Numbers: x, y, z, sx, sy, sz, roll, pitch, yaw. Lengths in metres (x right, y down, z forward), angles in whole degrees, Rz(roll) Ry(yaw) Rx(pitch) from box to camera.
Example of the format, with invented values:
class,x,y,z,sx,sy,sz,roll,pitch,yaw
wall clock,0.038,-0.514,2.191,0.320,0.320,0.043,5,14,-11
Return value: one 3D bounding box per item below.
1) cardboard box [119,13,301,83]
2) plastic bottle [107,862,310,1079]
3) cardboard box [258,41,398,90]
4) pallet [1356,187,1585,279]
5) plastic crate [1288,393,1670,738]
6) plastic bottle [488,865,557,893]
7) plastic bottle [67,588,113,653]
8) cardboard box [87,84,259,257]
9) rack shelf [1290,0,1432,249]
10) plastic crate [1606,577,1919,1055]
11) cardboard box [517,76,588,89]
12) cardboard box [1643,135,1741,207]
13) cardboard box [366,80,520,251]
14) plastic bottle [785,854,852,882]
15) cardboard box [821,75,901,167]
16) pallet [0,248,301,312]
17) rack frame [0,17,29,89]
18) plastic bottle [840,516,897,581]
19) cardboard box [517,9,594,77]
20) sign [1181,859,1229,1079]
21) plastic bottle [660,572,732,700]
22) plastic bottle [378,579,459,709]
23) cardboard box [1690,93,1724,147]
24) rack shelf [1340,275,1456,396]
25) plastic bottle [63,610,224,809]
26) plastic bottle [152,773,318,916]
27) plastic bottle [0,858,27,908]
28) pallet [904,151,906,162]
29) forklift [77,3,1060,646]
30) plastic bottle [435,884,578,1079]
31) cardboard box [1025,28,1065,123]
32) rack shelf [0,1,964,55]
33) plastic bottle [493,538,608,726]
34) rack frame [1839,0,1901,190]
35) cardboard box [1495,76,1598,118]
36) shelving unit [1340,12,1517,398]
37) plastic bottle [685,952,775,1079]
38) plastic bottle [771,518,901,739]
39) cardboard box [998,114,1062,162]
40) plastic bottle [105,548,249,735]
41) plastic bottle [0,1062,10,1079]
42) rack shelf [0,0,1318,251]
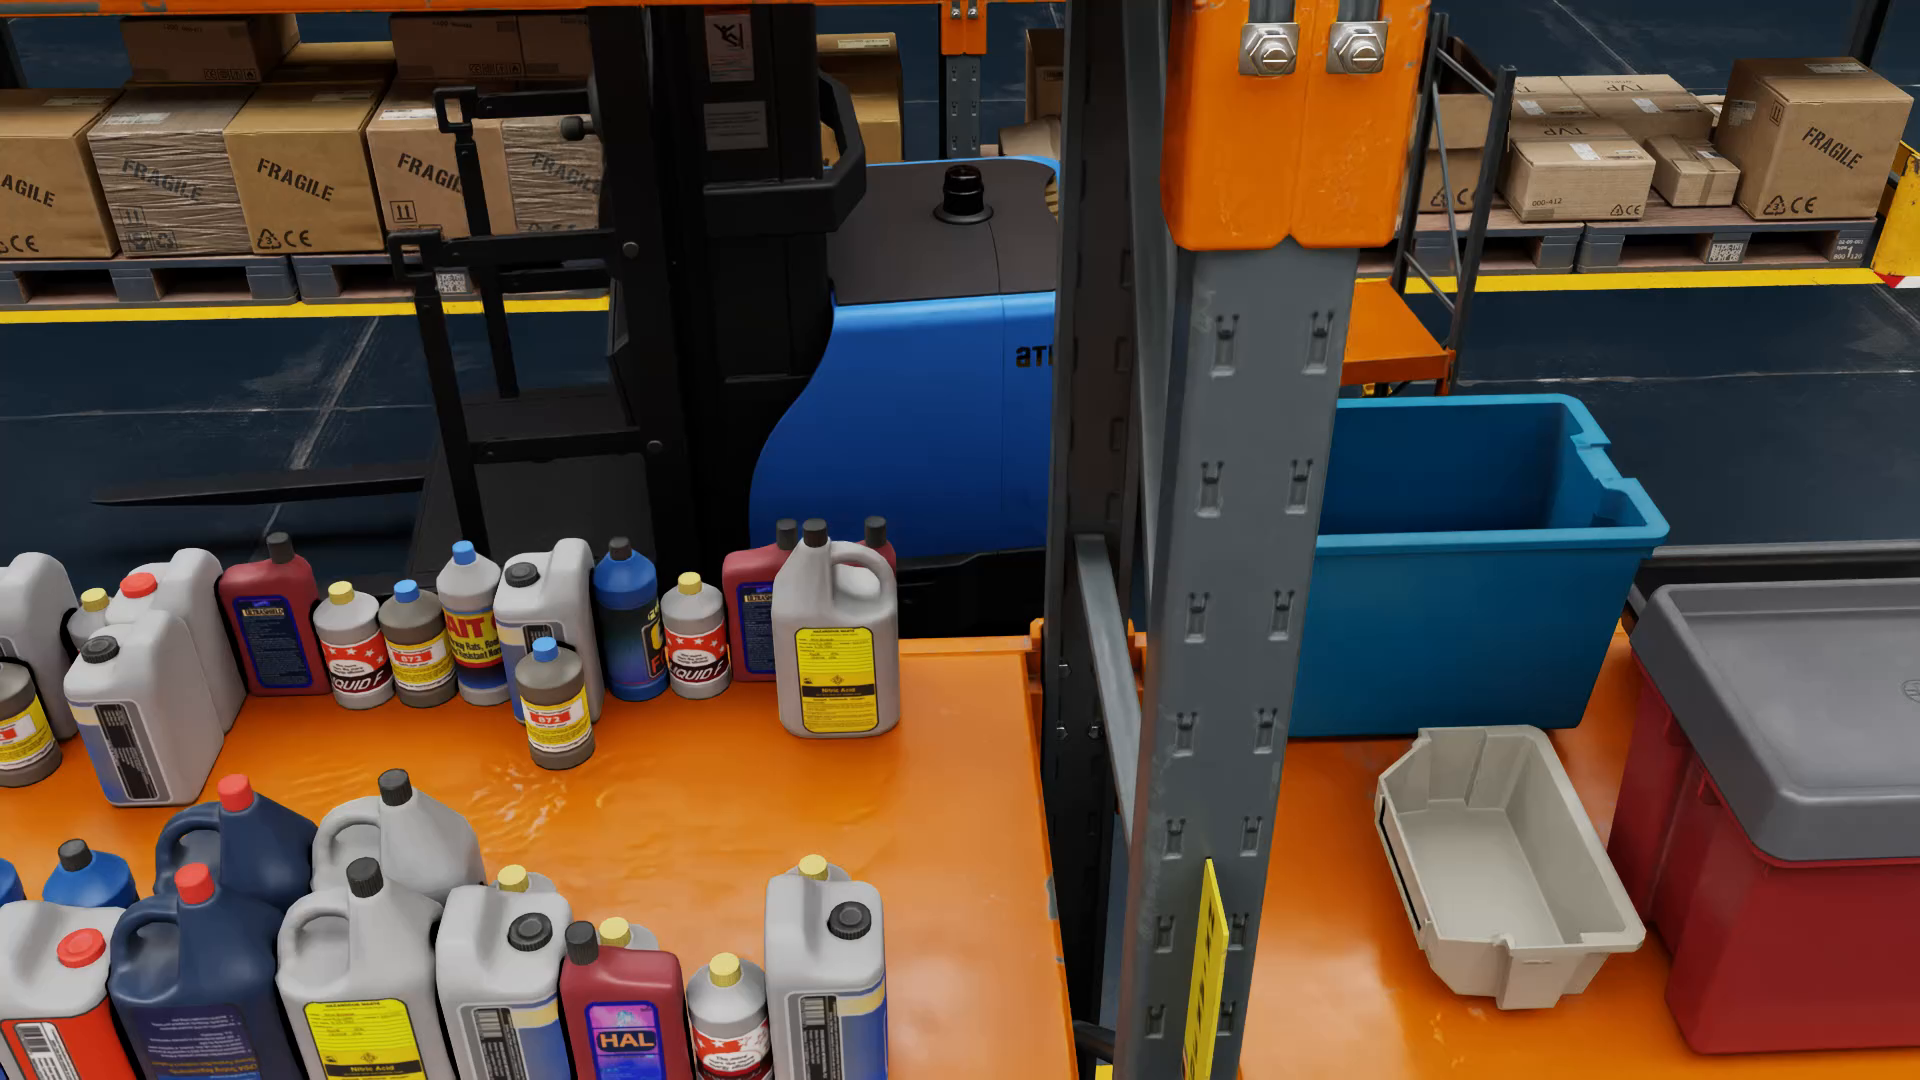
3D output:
class,x,y,z,sx,sy,sz,roll,pitch,yaw
cardboard box,-3.025,-2.057,6.738,0.500,0.250,0.500,0,35,0
plastic bottle,-0.865,0.511,1.920,0.185,0.351,0.144,-2,35,-2
cardboard box,-2.564,-1.759,6.965,0.500,0.500,0.500,-3,35,-4
pallet,1.899,-1.447,7.155,1.213,0.211,1.003,-2,35,-2
plastic crate,0.673,0.050,2.503,0.575,0.384,0.392,-2,35,-2
plastic bottle,-0.545,0.490,2.080,0.097,0.201,0.097,0,35,0
plastic bottle,-1.300,0.165,2.551,0.097,0.201,0.097,0,35,0
cardboard box,-3.013,-1.454,6.524,0.500,0.500,0.500,-3,35,-4
rack shelf,2.220,-0.717,1.646,4.000,0.370,1.077,-2,35,-2
plastic crate,1.126,0.342,2.011,0.583,0.464,0.402,-2,35,-2
cardboard box,-1.535,-1.790,7.010,0.500,0.500,0.500,-1,35,-2
cardboard box,3.047,-1.550,6.957,0.250,0.166,0.380,-2,35,-2
cardboard box,-1.991,-1.481,6.564,0.500,0.500,0.500,-3,35,-4
plastic bottle,-0.180,0.480,2.095,0.097,0.201,0.097,0,35,0
cardboard box,-0.488,-1.518,6.618,0.500,0.500,0.500,-2,35,-2
pallet,-3.256,-1.285,6.922,1.213,0.211,1.003,-2,35,-2
rack frame,-4.004,-2.433,6.130,0.127,3.000,1.000,-2,35,-2
plastic bottle,-0.164,0.090,2.587,0.133,0.283,0.061,-2,35,-2
cardboard box,-1.502,-2.101,6.801,0.500,0.250,0.500,-1,35,-2
sign,0.247,0.474,1.687,0.005,0.325,0.100,-2,35,-2
plastic bottle,-0.412,0.141,2.585,0.097,0.201,0.097,0,35,0
plastic bottle,-0.838,0.152,2.569,0.097,0.201,0.097,0,35,0
cardboard box,3.303,-1.842,7.379,0.250,0.166,0.380,-2,35,-2
rack shelf,0.927,-0.582,5.089,1.000,0.185,0.538,-5,35,-7
plastic bottle,-1.176,0.233,2.387,0.135,0.276,0.152,-2,35,-2
plastic bottle,-0.872,0.429,2.038,0.185,0.351,0.144,-2,35,-2
plastic bottle,-1.183,0.479,2.036,0.097,0.271,0.097,0,35,0
pallet,-0.819,-1.351,7.017,1.213,0.211,1.003,-2,35,-2
forklift,-1.095,-1.112,4.281,3.031,2.935,1.130,-5,35,-7
plastic bottle,-0.521,0.530,1.958,0.135,0.276,0.152,-2,35,-2
cardboard box,0.547,-1.871,7.127,0.500,0.500,0.500,-2,35,-2
rack shelf,-2.006,-2.191,6.413,4.000,0.370,1.077,-2,35,-2
plastic bottle,-0.623,0.131,2.533,0.135,0.276,0.152,-2,35,-2
rack frame,3.987,-2.649,6.442,0.127,3.000,1.000,-2,35,-2
cardboard box,2.432,-1.819,7.272,0.500,0.250,0.500,-2,35,-2
shelving unit,0.936,-0.730,4.987,1.083,1.500,0.587,-5,35,-7
plastic bottle,-0.270,0.569,1.966,0.097,0.201,0.097,0,35,0
plastic bottle,-0.185,0.121,2.482,0.185,0.351,0.144,-2,35,-2
cardboard box,0.421,-1.505,6.765,0.500,0.311,0.500,-2,35,-2
plastic bottle,-1.183,0.146,2.511,0.135,0.276,0.152,-2,35,-2
plastic bottle,-1.159,0.547,1.933,0.135,0.276,0.152,-2,35,-2
rack shelf,-1.775,-0.609,1.491,4.000,0.370,1.077,-2,35,-2
